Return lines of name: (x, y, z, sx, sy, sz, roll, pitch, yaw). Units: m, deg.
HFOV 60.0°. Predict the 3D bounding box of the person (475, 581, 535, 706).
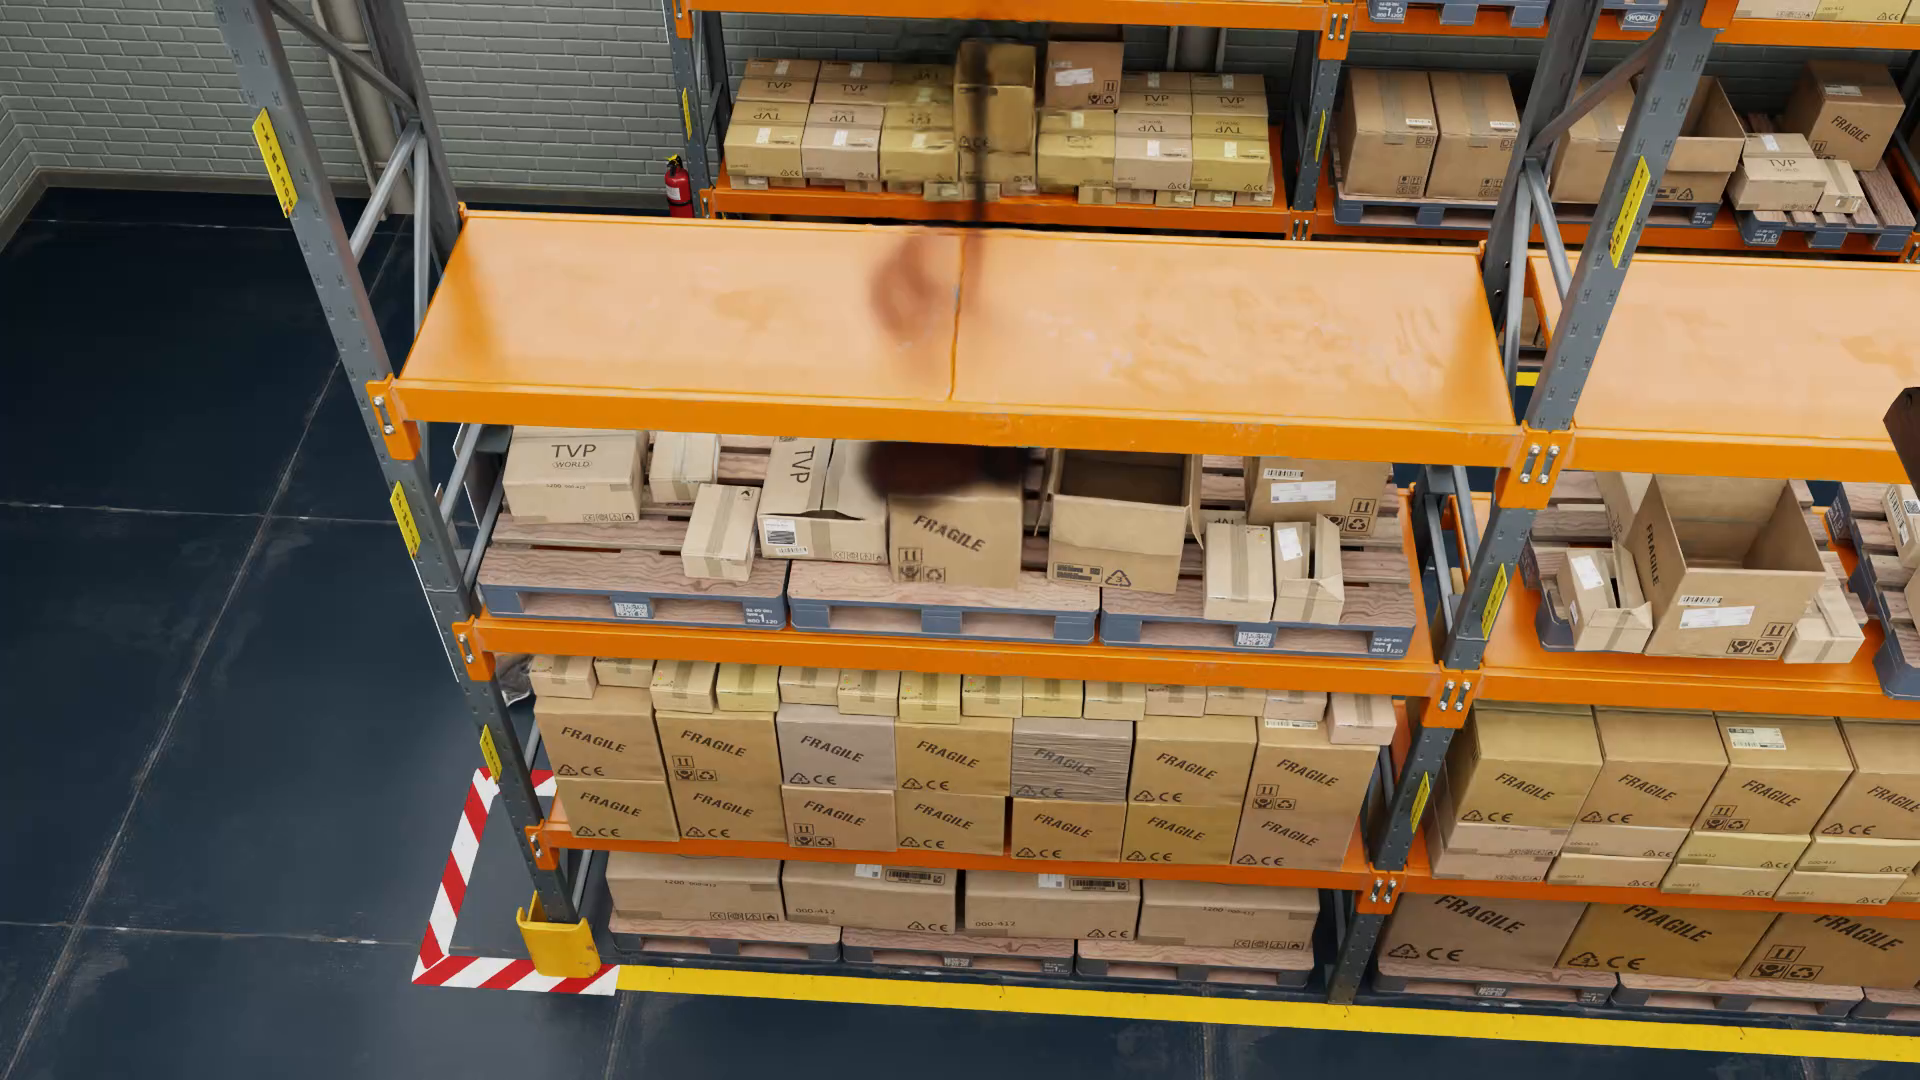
person: (-2.532, 0.529, 9.237, 0.489, 1.523, 0.569, -33, 56, -26)
